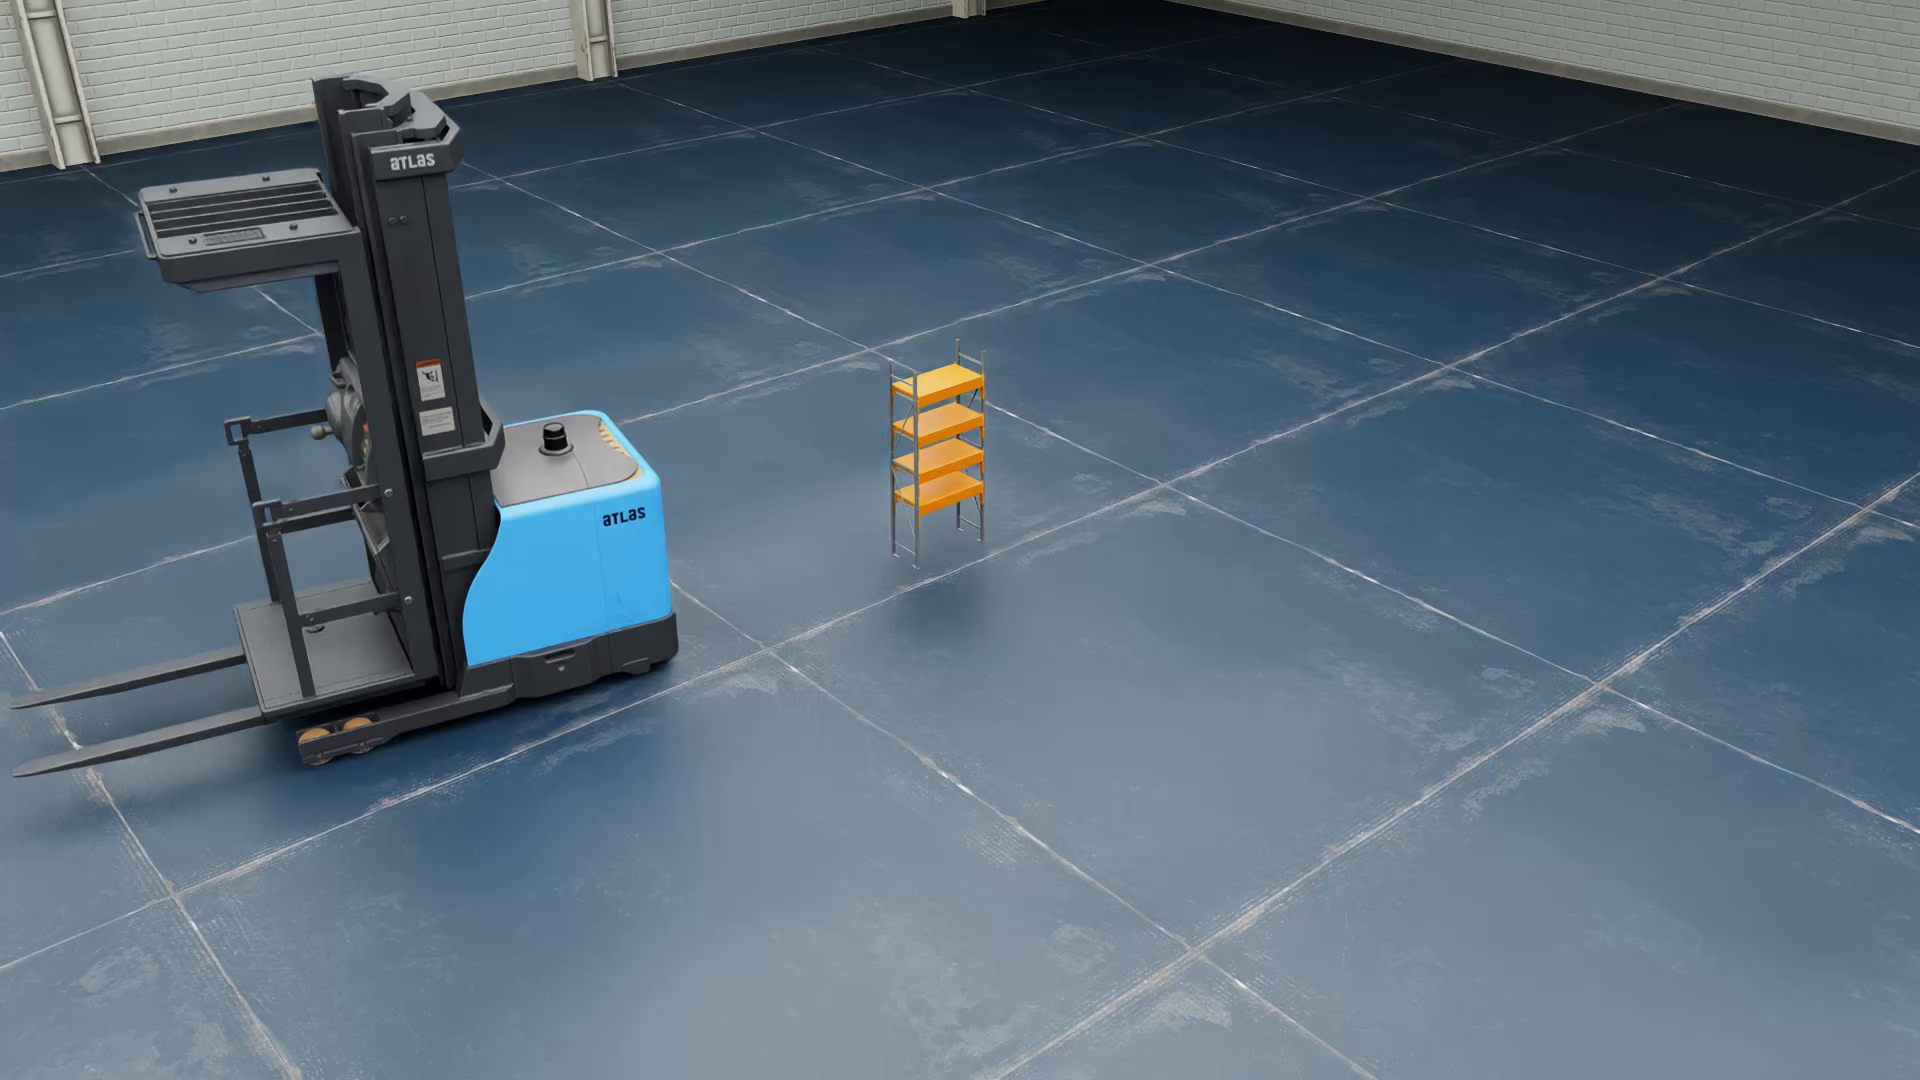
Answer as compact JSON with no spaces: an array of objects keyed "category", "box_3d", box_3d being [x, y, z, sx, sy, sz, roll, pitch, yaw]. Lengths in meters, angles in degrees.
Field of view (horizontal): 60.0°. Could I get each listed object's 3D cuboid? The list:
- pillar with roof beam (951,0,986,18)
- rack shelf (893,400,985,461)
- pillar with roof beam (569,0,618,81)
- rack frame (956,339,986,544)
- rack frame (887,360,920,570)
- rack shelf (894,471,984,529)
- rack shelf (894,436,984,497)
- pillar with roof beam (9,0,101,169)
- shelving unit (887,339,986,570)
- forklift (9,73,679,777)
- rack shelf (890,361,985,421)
[{"category":"pillar with roof beam","box_3d":[2.918,-9.941,18.804,0.400,9.000,9.100,-22,35,-35]},{"category":"rack shelf","box_3d":[-0.126,-0.616,9.299,0.480,0.148,0.258,-22,35,-35]},{"category":"pillar with roof beam","box_3d":[-1.647,-8.106,15.370,0.400,9.000,9.100,-22,35,-35]},{"category":"rack frame","box_3d":[0.060,-0.553,9.512,0.015,1.200,0.240,-22,35,-35]},{"category":"rack frame","box_3d":[-0.312,-0.404,9.233,0.015,1.200,0.240,-22,35,-35]},{"category":"rack shelf","box_3d":[-0.126,-0.244,9.498,0.480,0.148,0.258,-22,35,-35]},{"category":"rack shelf","box_3d":[-0.126,-0.419,9.404,0.480,0.148,0.258,-22,35,-35]},{"category":"pillar with roof beam","box_3d":[-6.211,-6.270,11.935,0.400,9.000,9.100,-22,35,-35]},{"category":"shelving unit","box_3d":[-0.126,-0.479,9.372,0.503,1.200,0.258,-22,35,-35]},{"category":"forklift","box_3d":[-2.992,-0.526,7.624,3.031,2.935,1.130,-14,31,-24]},{"category":"rack shelf","box_3d":[-0.126,-0.825,9.187,0.480,0.148,0.258,-22,35,-35]}]
